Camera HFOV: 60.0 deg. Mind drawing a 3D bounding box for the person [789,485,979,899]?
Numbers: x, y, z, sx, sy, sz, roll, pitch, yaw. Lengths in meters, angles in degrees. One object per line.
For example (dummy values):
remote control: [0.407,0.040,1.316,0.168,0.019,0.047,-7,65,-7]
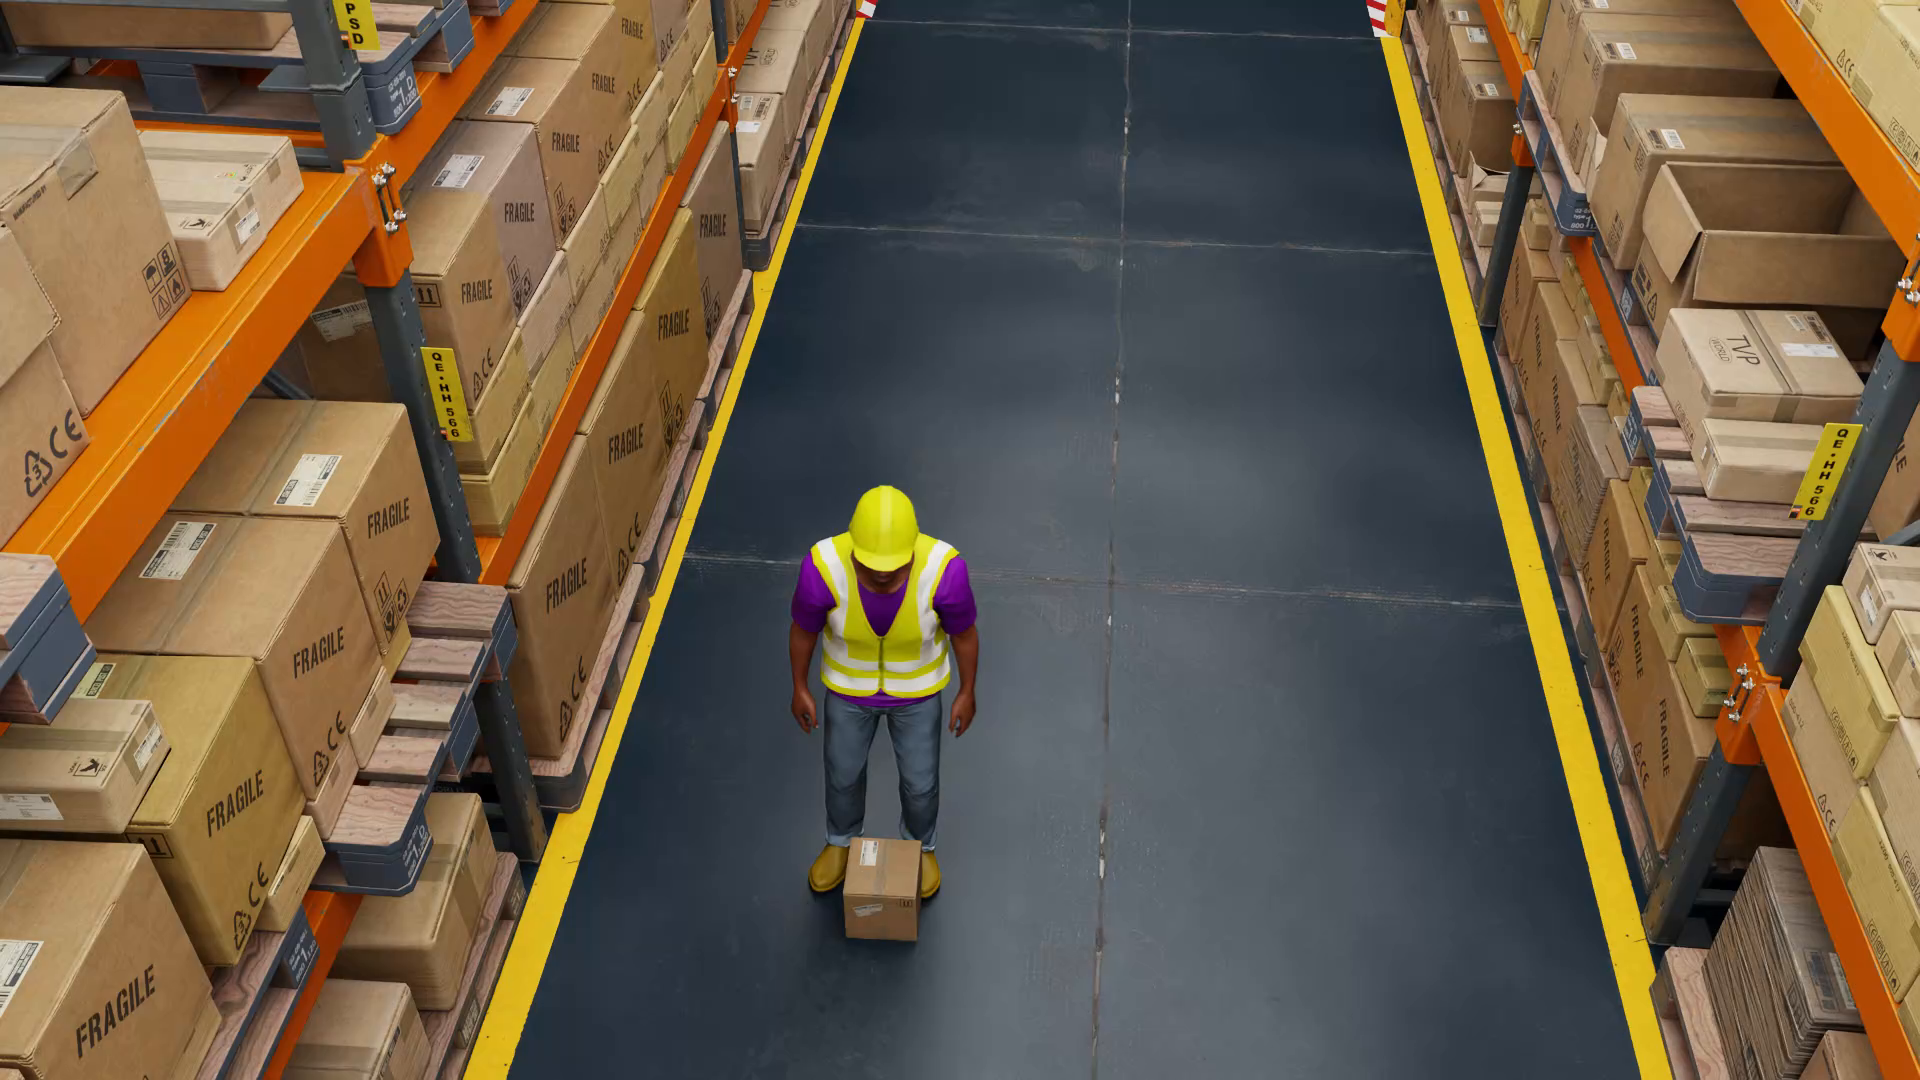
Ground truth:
person: [-0.253,0.504,5.539,0.629,1.759,0.461,1,40,1]
